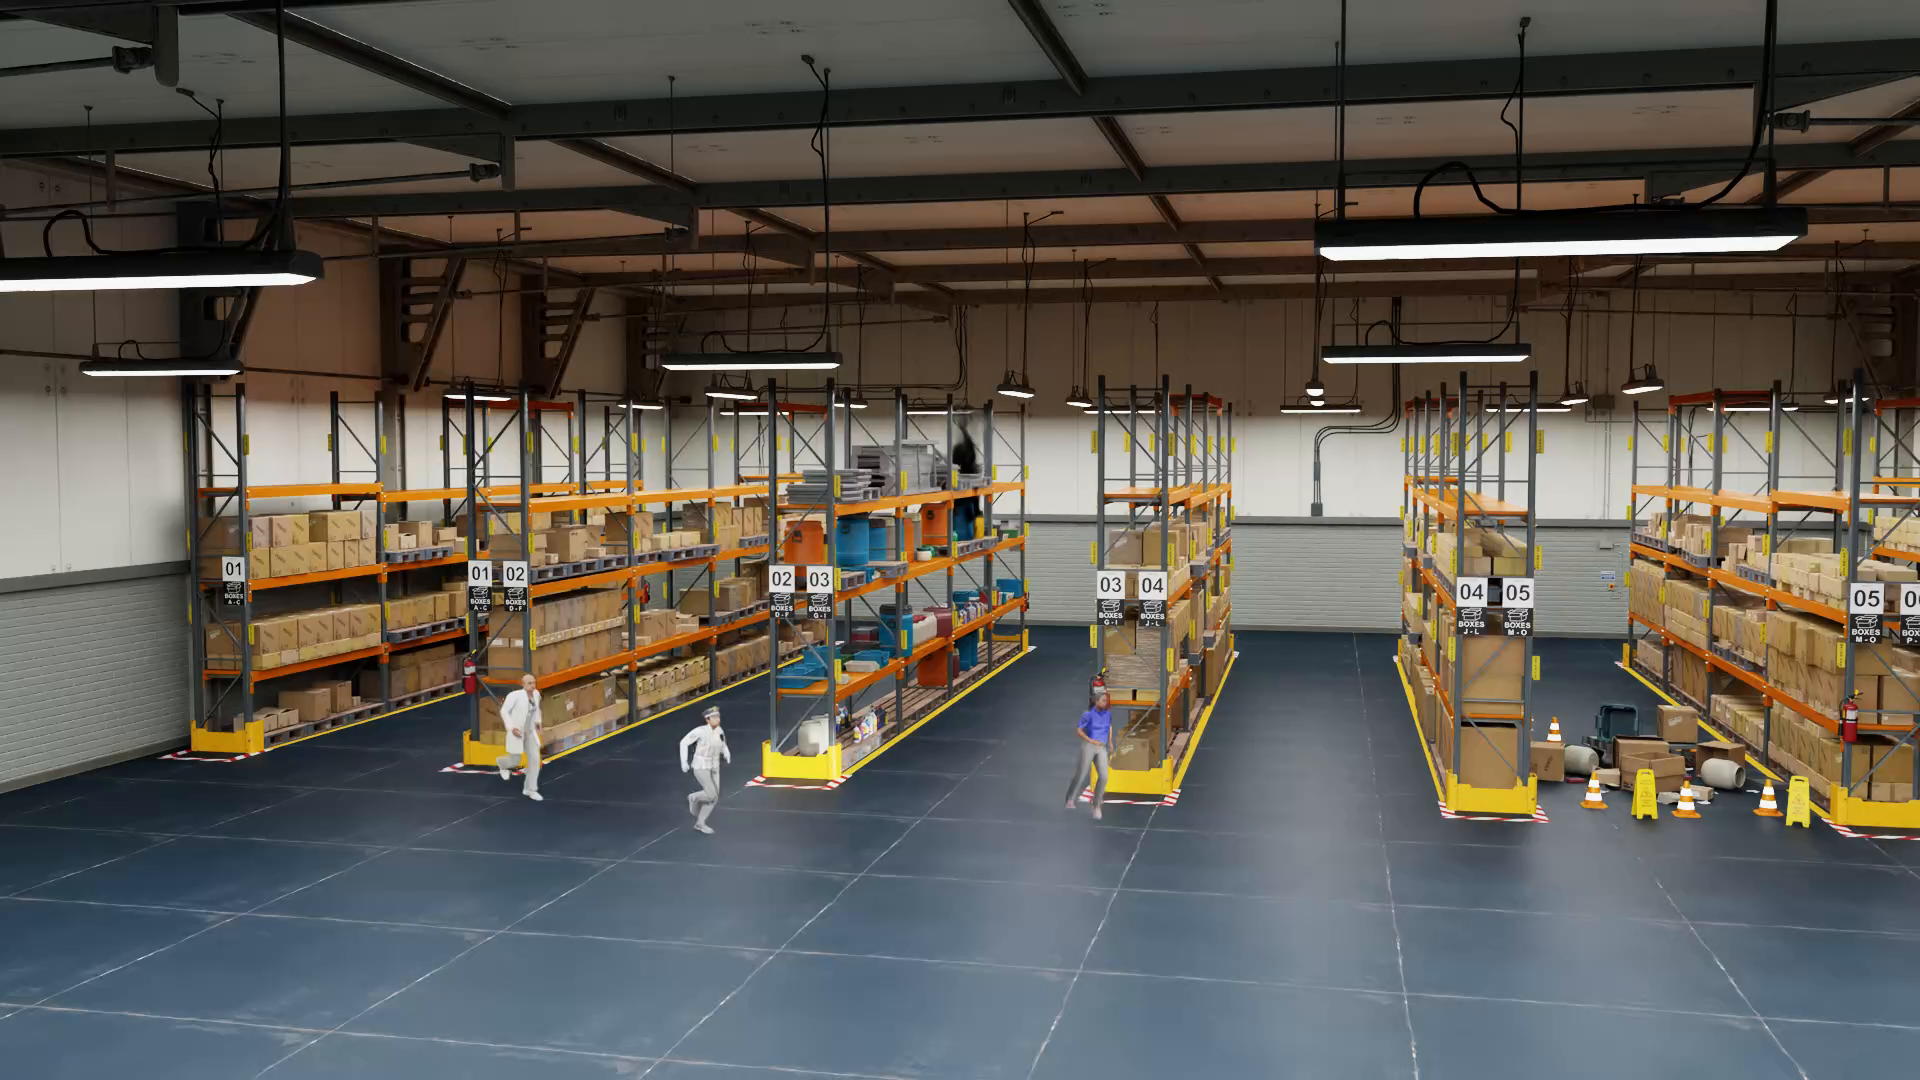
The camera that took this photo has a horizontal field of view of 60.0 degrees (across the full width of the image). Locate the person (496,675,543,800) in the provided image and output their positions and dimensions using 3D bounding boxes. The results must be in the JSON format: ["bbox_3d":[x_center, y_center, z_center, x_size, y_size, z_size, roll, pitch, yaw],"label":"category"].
[{"bbox_3d":[-6.286,2.793,23.767,1.058,1.777,0.715,3,4,43],"label":"person"}]

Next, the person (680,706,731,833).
[{"bbox_3d":[-3.258,2.965,21.510,0.625,1.647,0.654,3,4,41],"label":"person"}]

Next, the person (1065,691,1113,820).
[{"bbox_3d":[1.823,2.898,22.562,0.677,1.698,0.704,-2,4,-25],"label":"person"}]
